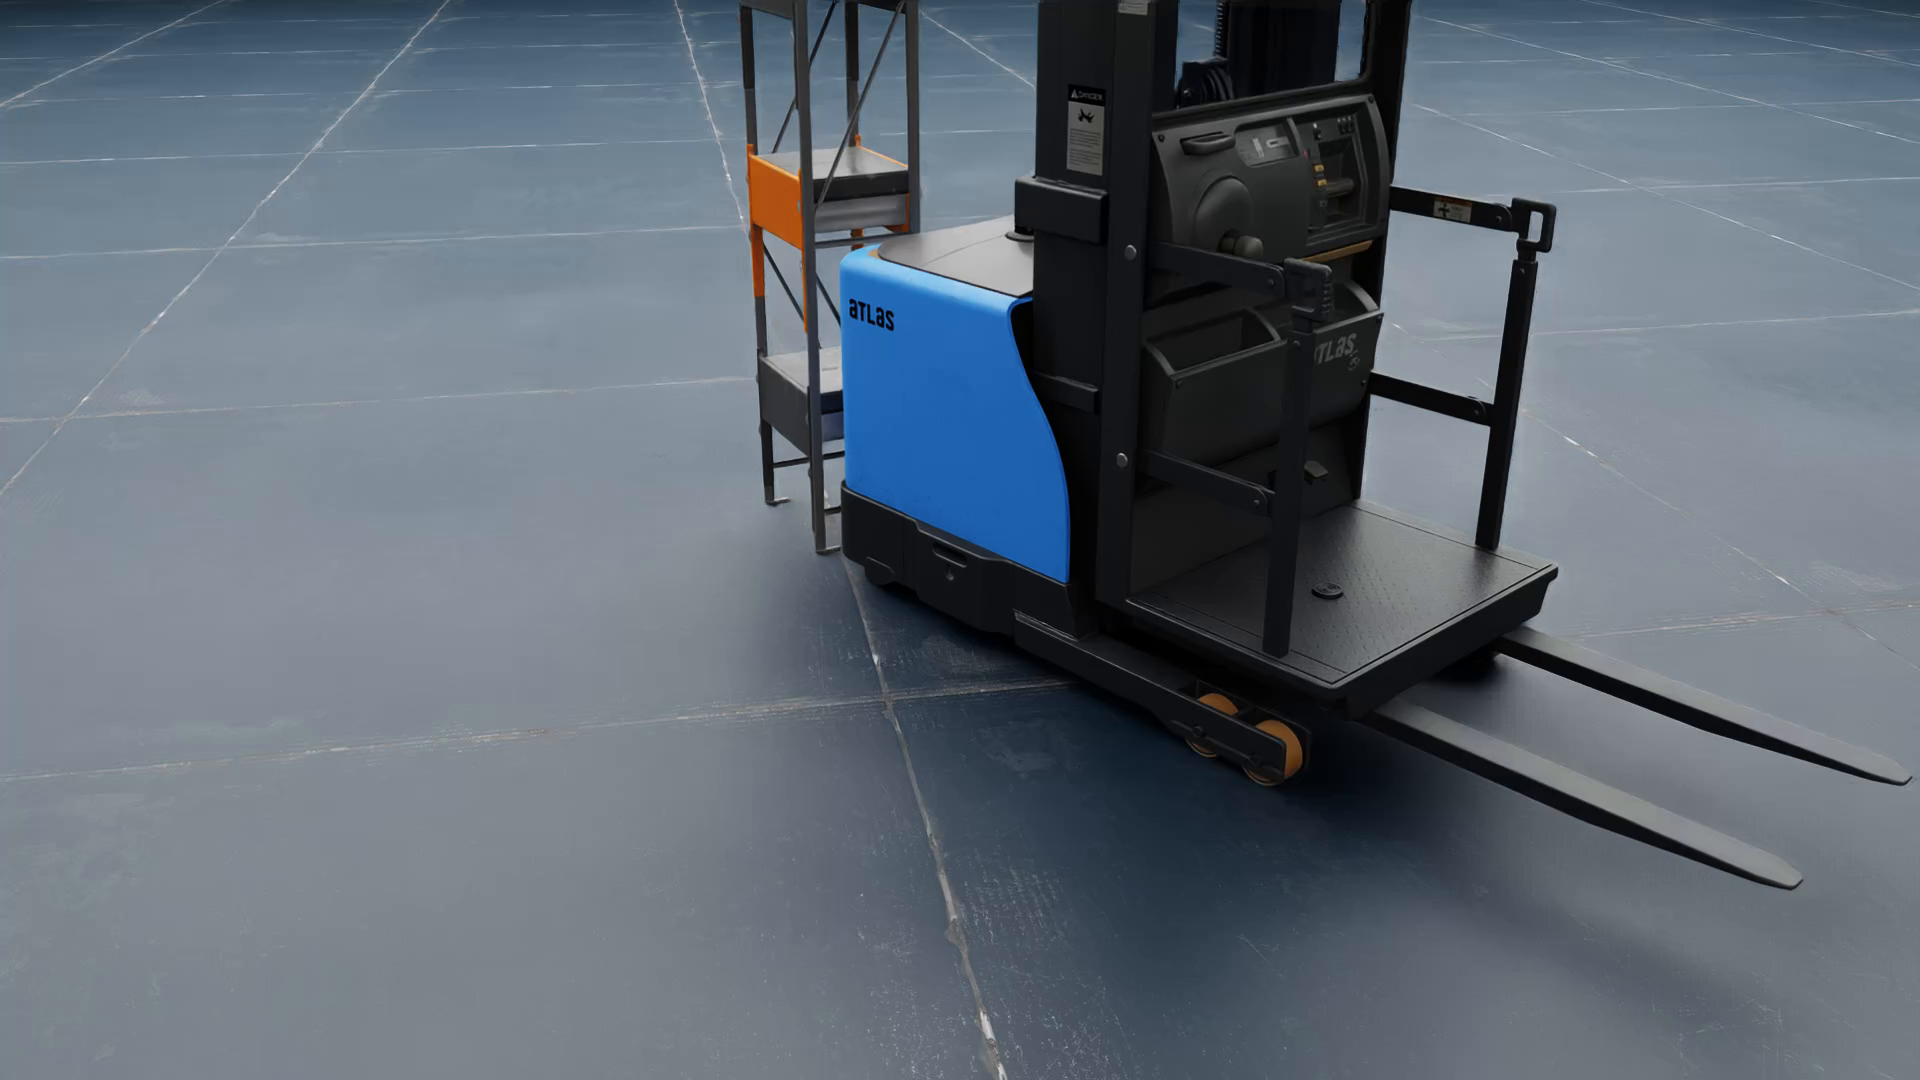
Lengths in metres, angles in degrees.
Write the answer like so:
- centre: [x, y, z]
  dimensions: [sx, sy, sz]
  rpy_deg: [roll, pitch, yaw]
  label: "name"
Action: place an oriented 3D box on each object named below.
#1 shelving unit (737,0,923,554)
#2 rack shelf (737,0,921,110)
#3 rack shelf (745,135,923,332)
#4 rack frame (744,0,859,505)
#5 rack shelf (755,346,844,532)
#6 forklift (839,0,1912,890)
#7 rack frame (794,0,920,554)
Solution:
- centre: [-0.419, -1.039, 5.506]
  dimensions: [0.431, 2.100, 0.503]
  rpy_deg: [-11, 26, -24]
  label: "shelving unit"
- centre: [-0.419, -1.668, 5.231]
  dimensions: [0.431, 0.518, 0.480]
  rpy_deg: [-11, 26, -24]
  label: "rack shelf"
- centre: [-0.419, -1.027, 5.511]
  dimensions: [0.431, 0.518, 0.480]
  rpy_deg: [-11, 26, -24]
  label: "rack shelf"
- centre: [-0.528, -1.127, 5.706]
  dimensions: [0.400, 2.100, 0.015]
  rpy_deg: [-11, 26, -24]
  label: "rack frame"
- centre: [-0.419, -0.385, 5.792]
  dimensions: [0.431, 0.518, 0.480]
  rpy_deg: [-11, 26, -24]
  label: "rack shelf"
- centre: [0.979, -0.939, 4.239]
  dimensions: [1.130, 2.935, 3.031]
  rpy_deg: [-20, 31, -38]
  label: "forklift"
- centre: [-0.310, -0.952, 5.306]
  dimensions: [0.400, 2.100, 0.015]
  rpy_deg: [-11, 26, -24]
  label: "rack frame"
